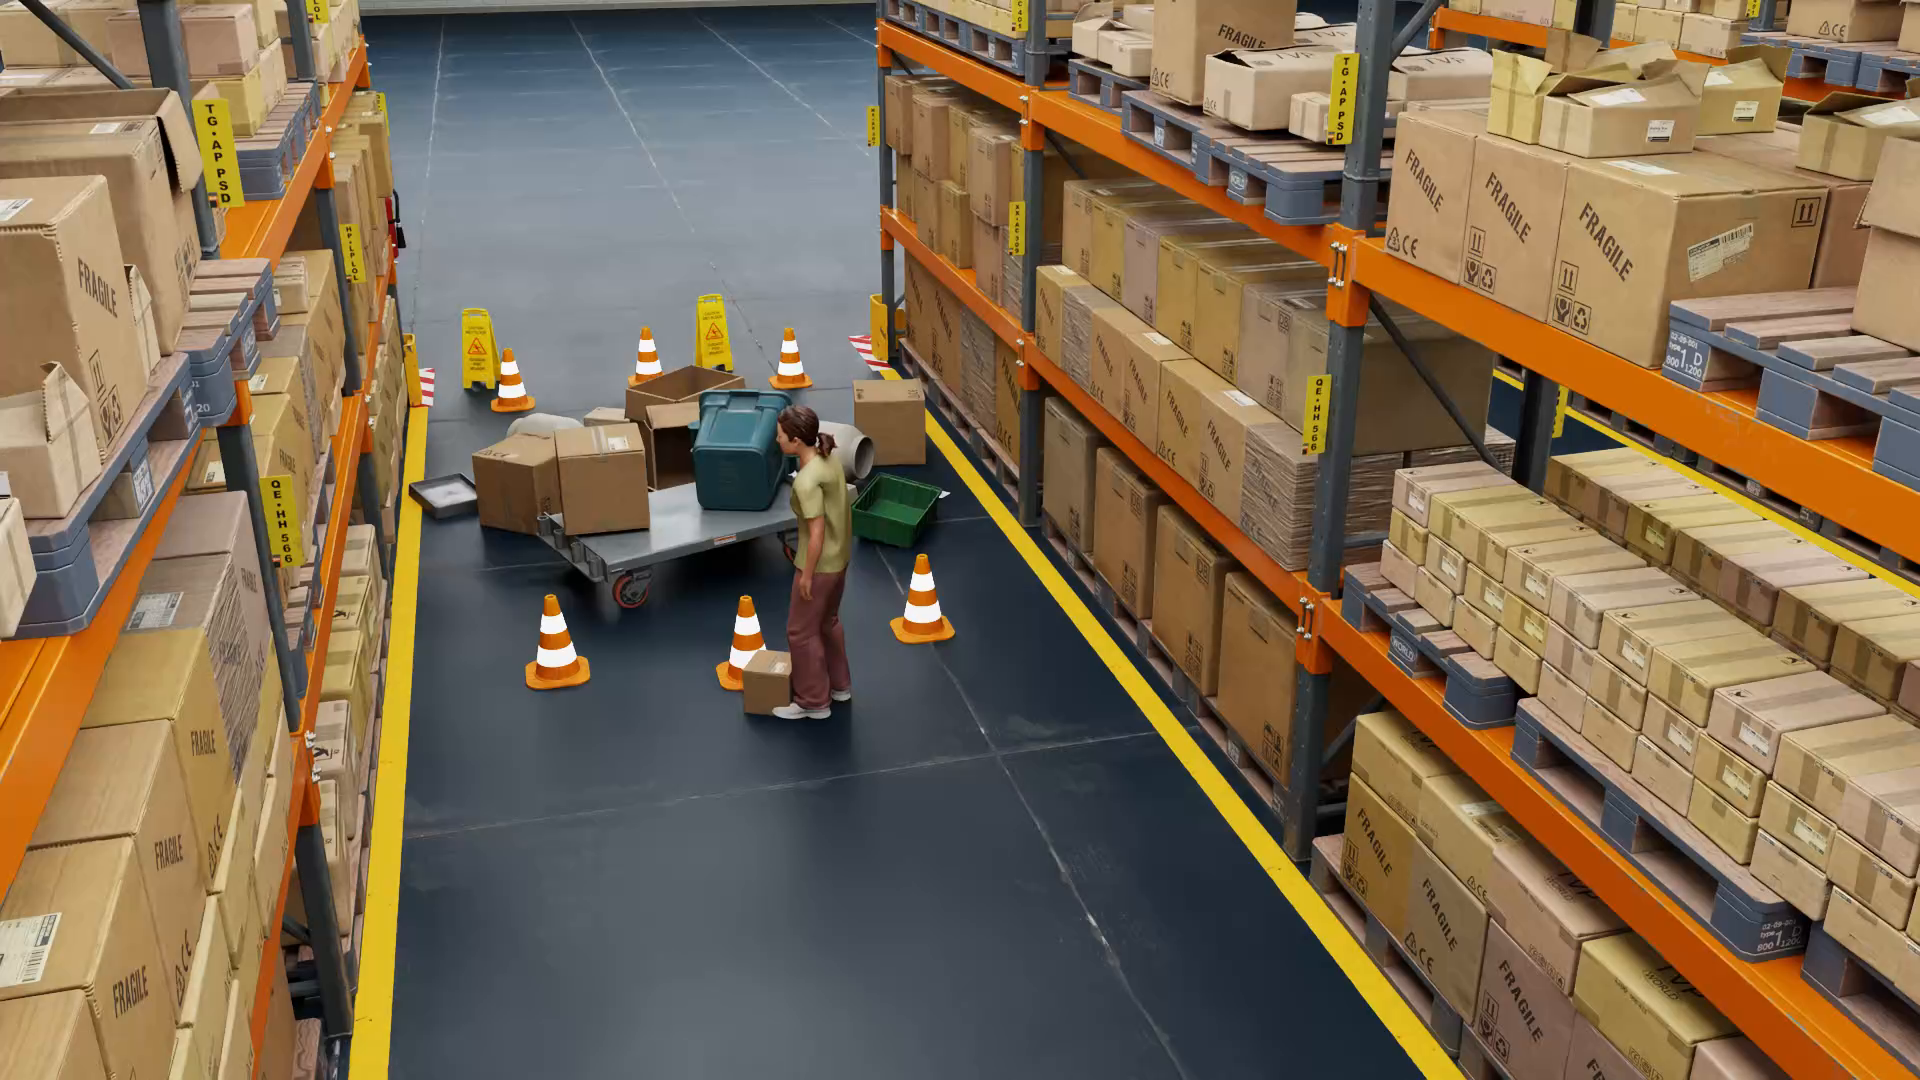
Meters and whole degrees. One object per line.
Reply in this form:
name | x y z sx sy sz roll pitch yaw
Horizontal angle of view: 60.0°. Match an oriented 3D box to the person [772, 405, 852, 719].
person | -0.752 0.114 8.332 0.416 1.671 0.509 4 23 10
